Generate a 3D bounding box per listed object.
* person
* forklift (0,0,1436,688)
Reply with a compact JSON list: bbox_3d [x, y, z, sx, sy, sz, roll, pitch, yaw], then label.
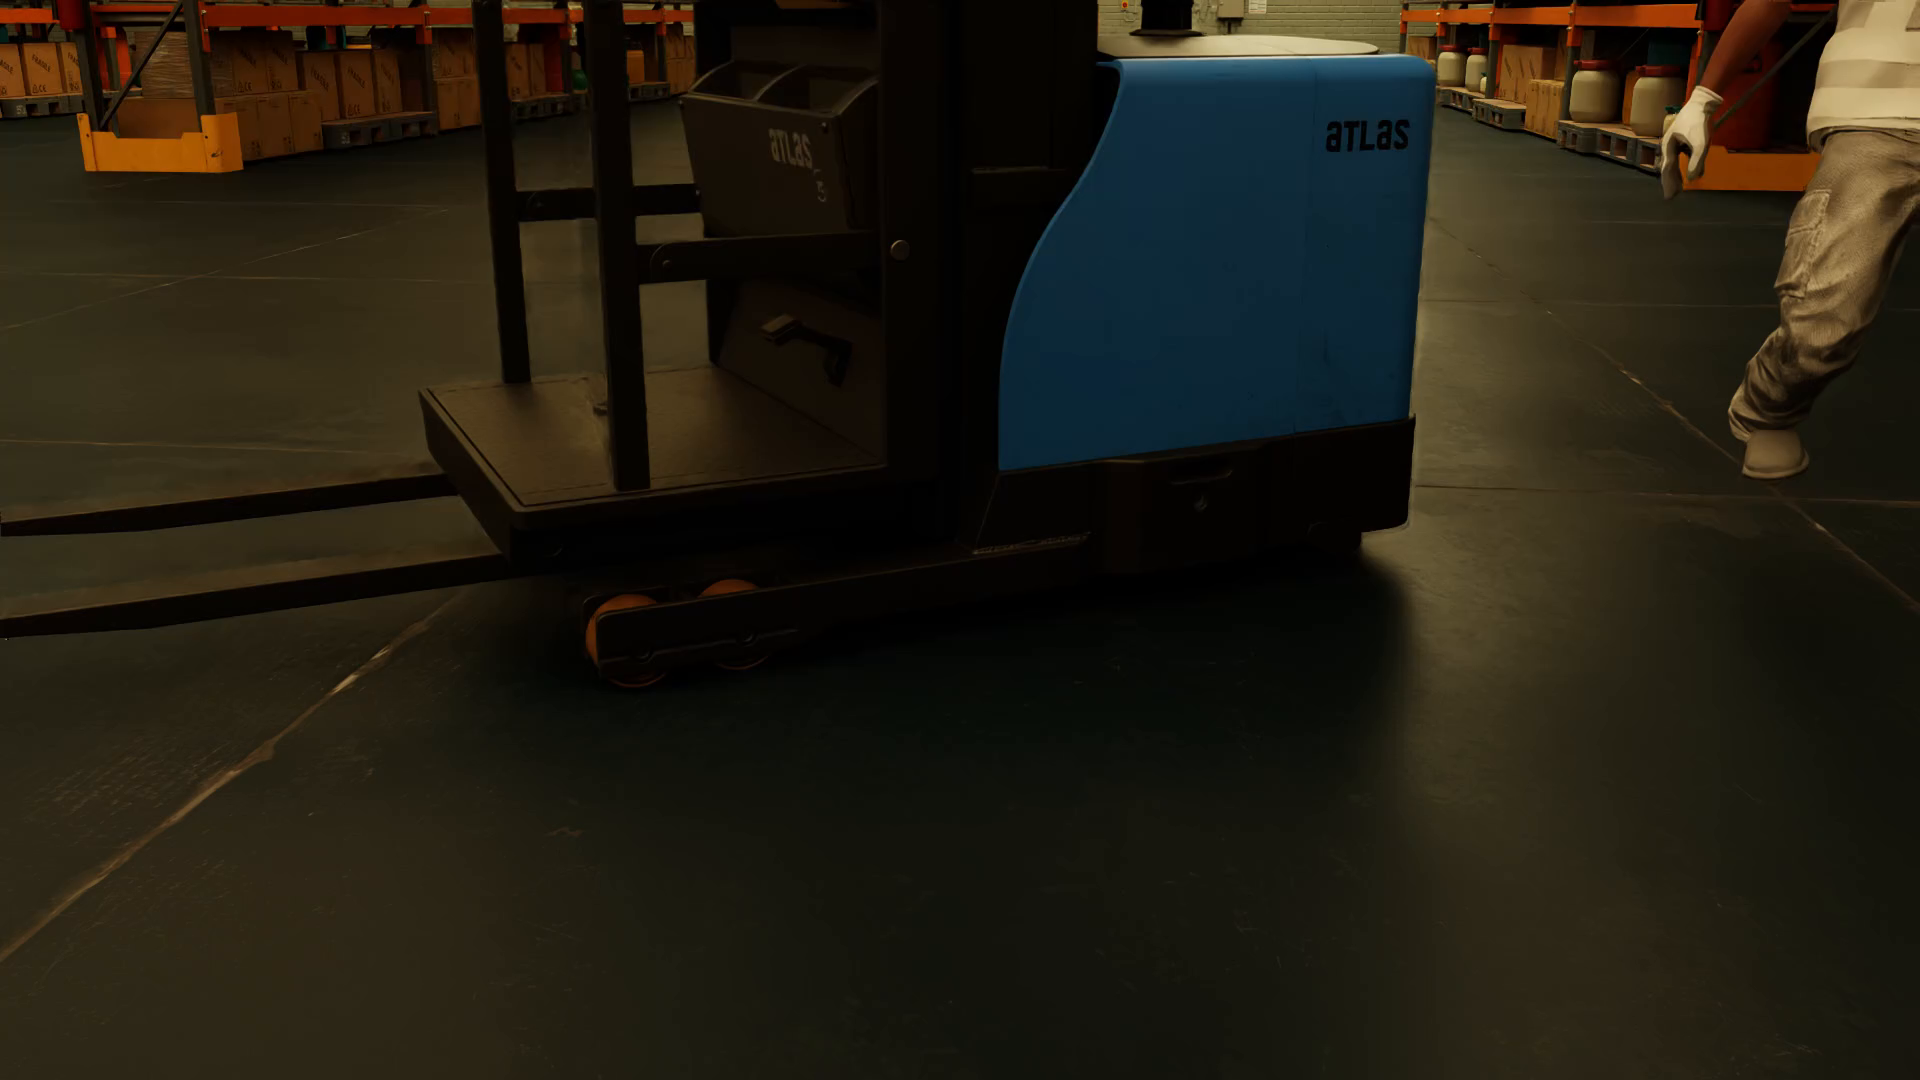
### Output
[{"bbox_3d":[1.852,-0.798,3.244,0.889,1.683,0.508,3,18,10],"label":"person"},{"bbox_3d":[-0.551,-1.313,3.115,3.031,2.935,1.130,-8,19,-24],"label":"forklift"}]
